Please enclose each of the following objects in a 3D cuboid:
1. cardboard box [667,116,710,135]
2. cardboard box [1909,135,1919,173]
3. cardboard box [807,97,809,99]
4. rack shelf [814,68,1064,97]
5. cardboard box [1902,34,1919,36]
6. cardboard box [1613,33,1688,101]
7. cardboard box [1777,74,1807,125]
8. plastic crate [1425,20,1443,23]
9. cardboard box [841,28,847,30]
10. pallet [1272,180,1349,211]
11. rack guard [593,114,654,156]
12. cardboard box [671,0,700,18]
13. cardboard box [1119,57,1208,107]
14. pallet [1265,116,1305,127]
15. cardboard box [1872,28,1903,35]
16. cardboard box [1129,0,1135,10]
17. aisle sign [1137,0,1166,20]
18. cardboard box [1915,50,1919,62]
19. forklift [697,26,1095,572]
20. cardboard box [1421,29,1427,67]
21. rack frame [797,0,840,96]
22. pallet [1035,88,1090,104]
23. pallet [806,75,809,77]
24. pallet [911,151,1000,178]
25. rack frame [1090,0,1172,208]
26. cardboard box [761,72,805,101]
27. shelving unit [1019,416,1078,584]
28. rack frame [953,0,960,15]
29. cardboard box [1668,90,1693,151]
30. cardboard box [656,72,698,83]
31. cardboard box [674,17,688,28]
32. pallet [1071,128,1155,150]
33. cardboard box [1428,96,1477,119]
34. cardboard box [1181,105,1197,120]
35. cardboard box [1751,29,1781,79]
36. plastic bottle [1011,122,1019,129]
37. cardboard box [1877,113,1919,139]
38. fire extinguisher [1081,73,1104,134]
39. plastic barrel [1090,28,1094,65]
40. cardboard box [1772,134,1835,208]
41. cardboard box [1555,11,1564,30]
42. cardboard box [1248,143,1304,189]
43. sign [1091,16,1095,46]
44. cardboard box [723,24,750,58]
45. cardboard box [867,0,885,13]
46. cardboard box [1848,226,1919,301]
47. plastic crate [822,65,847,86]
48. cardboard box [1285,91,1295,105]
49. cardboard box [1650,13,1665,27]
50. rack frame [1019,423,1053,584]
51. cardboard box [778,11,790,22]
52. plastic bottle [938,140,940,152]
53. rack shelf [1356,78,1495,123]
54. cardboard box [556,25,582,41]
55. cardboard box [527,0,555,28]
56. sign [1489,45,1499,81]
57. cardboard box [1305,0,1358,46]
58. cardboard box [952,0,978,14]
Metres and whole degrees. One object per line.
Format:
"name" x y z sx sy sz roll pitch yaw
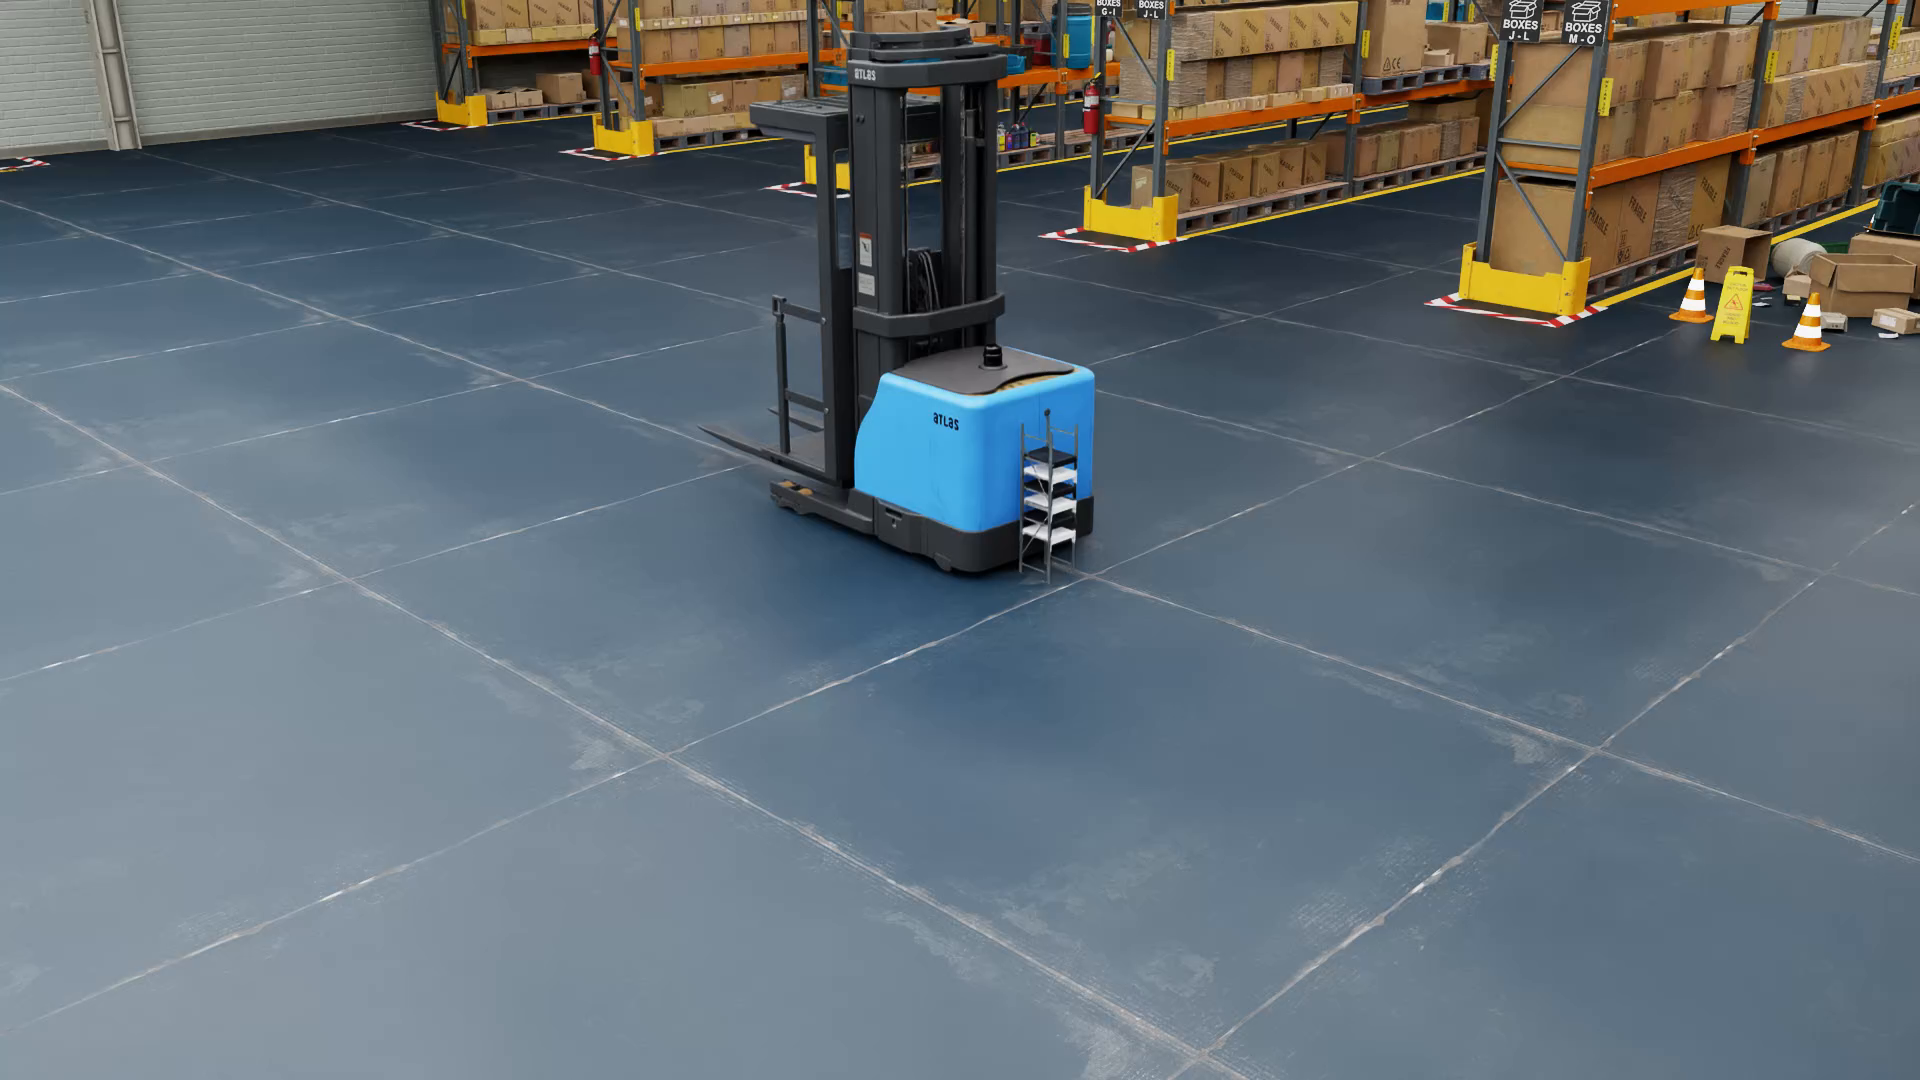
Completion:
"cardboard box" -4.298 -6.550 26.182 0.500 0.250 0.500 19 28 41
"cardboard box" 12.717 -5.276 22.520 0.500 0.500 0.500 18 28 40
"cardboard box" -2.306 -7.546 28.773 0.500 0.250 0.500 19 28 40
"rack shelf" -0.236 -6.363 23.452 1.077 0.370 4.000 19 28 41
"cardboard box" 12.722 -6.632 22.085 0.380 0.149 0.250 18 27 38
"cardboard box" 6.493 -4.612 16.179 0.875 0.550 0.550 19 28 41
"cardboard box" 9.102 -4.951 18.635 0.500 0.500 0.500 20 28 41
"plastic crate" 9.091 -9.948 32.059 0.396 0.136 0.243 19 28 41
"cardboard box" -1.906 -8.663 28.620 0.396 0.266 0.258 18 28 39
"pallet" 4.264 -4.491 21.464 1.003 0.211 1.213 19 28 41
"rack guard" -5.195 -6.253 25.646 1.175 0.500 0.348 19 28 41
"cardboard box" -4.443 -8.345 25.657 0.700 0.500 0.500 18 28 39
"cardboard box" 2.320 -5.266 19.039 0.875 0.500 0.500 19 28 41
"pallet" 5.320 -7.465 29.203 1.003 0.211 1.213 19 28 41
"cardboard box" 12.796 -6.995 23.027 0.380 0.149 0.250 20 28 41
"cardboard box" 3.744 -10.620 33.384 0.500 0.500 0.500 -19 28 -41
"aisle sign" 2.089 -6.068 18.057 0.394 0.787 0.004 19 28 41
"cardboard box" 12.360 -6.358 21.784 0.380 0.149 0.250 19 28 40
"forklift" -0.559 -1.632 10.236 1.130 2.935 3.031 -18 27 -39
"cardboard box" 5.851 -6.687 22.561 0.637 0.503 0.797 -17 27 -37
"rack frame" -2.388 -8.454 27.889 1.000 3.000 0.127 19 28 41
"pallet" 1.802 -8.675 32.351 1.003 0.211 1.213 19 28 41
"pallet" -2.545 -9.603 34.765 1.003 0.211 1.213 19 28 41
"pallet" -0.191 -5.434 23.919 1.003 0.211 1.213 19 28 41
"rack frame" 1.917 -4.945 18.760 1.000 3.000 0.127 19 28 41
"cardboard box" -2.912 -7.417 27.393 0.500 0.500 0.500 19 28 41
"shelving unit" 0.499 -0.225 9.406 0.210 0.900 0.258 -19 28 -40
"rack frame" -0.359 -11.749 36.462 1.000 3.000 0.127 19 28 41
"cardboard box" 6.816 -4.261 16.770 0.875 0.550 0.500 19 28 41
"cardboard box" -5.438 -8.925 31.984 0.500 0.500 0.700 -19 28 -40
"cardboard box" -4.393 -7.955 25.546 0.380 0.149 0.250 19 28 41
"pallet" 2.530 -6.438 26.531 1.003 0.211 1.213 19 28 41
"cardboard box" 7.052 -6.211 23.878 0.500 0.250 0.500 -19 28 -40
"cardboard box" 2.475 -4.901 18.996 0.380 0.149 0.250 19 28 41
"cardboard box" 8.533 -5.349 18.277 0.700 0.500 0.500 19 28 40
"plastic bottle" 0.813 -5.981 24.533 0.144 0.351 0.185 19 28 41
"cardboard box" 12.344 -5.485 22.017 0.500 0.250 0.500 20 28 41
"fire extinguisher" 1.507 -4.995 18.998 0.296 0.674 0.183 19 28 41
"plastic barrel" 1.983 -7.468 25.133 0.433 0.535 0.433 0 21 0
"cardboard box" 9.884 -4.521 20.206 0.750 0.750 1.050 -20 28 -41
"cardboard box" 8.939 -8.042 25.278 0.637 0.503 0.797 -19 28 -40
"cardboard box" 4.006 -4.761 21.179 0.500 0.500 0.500 -11 23 -25
"sign" 1.533 -5.778 18.871 0.100 0.325 0.005 19 28 41
"cardboard box" -3.765 -7.988 26.537 0.500 0.500 0.700 -19 28 -40
"cardboard box" -1.908 -11.236 34.546 0.500 0.500 0.500 19 28 40
"cardboard box" 9.075 -2.691 16.185 0.797 0.637 0.503 19 28 41
"plastic crate" -1.497 -6.319 22.542 0.499 0.251 0.616 19 28 41
"cardboard box" 3.861 -5.419 20.342 0.380 0.149 0.250 19 28 41
"cardboard box" 11.155 -8.633 27.103 0.500 0.500 0.500 19 28 41
"rack frame" 0.425 -0.200 9.341 0.006 0.900 0.240 -19 28 -40
"cardboard box" -2.961 -8.481 26.916 0.380 0.149 0.250 19 28 41
"plastic bottle" -0.270 -5.733 24.097 0.097 0.201 0.097 0 21 0
"rack shelf" 6.103 -6.152 22.902 1.077 0.370 4.000 19 28 41
"cardboard box" -7.096 -9.046 29.610 0.500 0.250 0.500 20 28 41
"cardboard box" -7.465 -9.257 29.115 0.500 0.500 0.500 18 27 39
"sign" 5.021 -4.469 15.575 0.100 0.325 0.005 19 28 41
"cardboard box" 4.591 -6.441 20.705 0.500 0.500 0.500 19 28 41
"cardboard box" 0.032 -12.025 36.760 0.700 0.700 0.980 -20 28 -41
